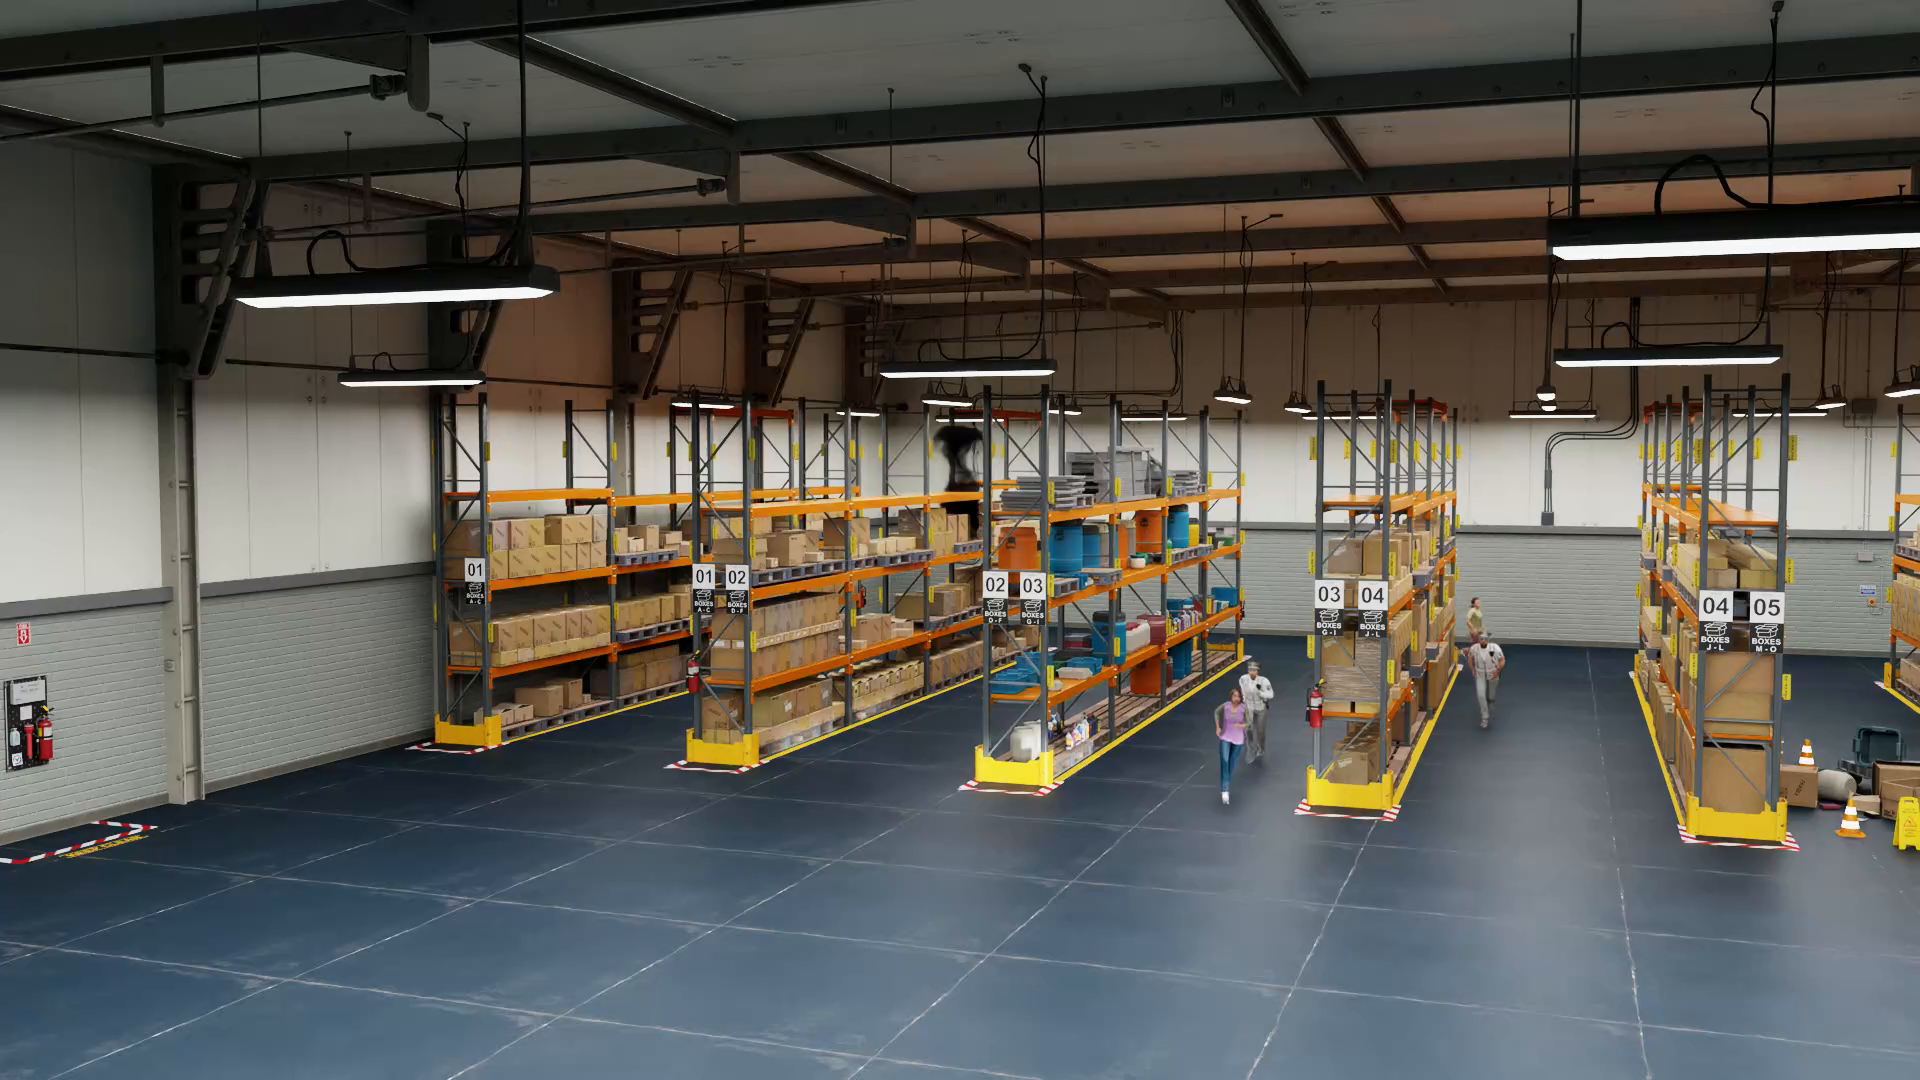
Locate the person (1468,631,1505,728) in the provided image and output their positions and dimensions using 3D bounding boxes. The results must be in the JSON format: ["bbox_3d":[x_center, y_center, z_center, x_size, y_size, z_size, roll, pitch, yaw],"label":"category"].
[{"bbox_3d":[9.683,2.529,30.612,0.663,1.777,1.017,1,3,21],"label":"person"}]

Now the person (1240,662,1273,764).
[{"bbox_3d":[4.771,2.750,26.790,0.602,1.655,0.873,1,3,20],"label":"person"}]

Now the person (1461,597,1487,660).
[{"bbox_3d":[12.003,2.137,38.886,0.613,1.609,0.614,3,4,43],"label":"person"}]

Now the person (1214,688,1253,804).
[{"bbox_3d":[3.944,2.980,24.023,0.529,1.530,0.829,0,3,4],"label":"person"}]
